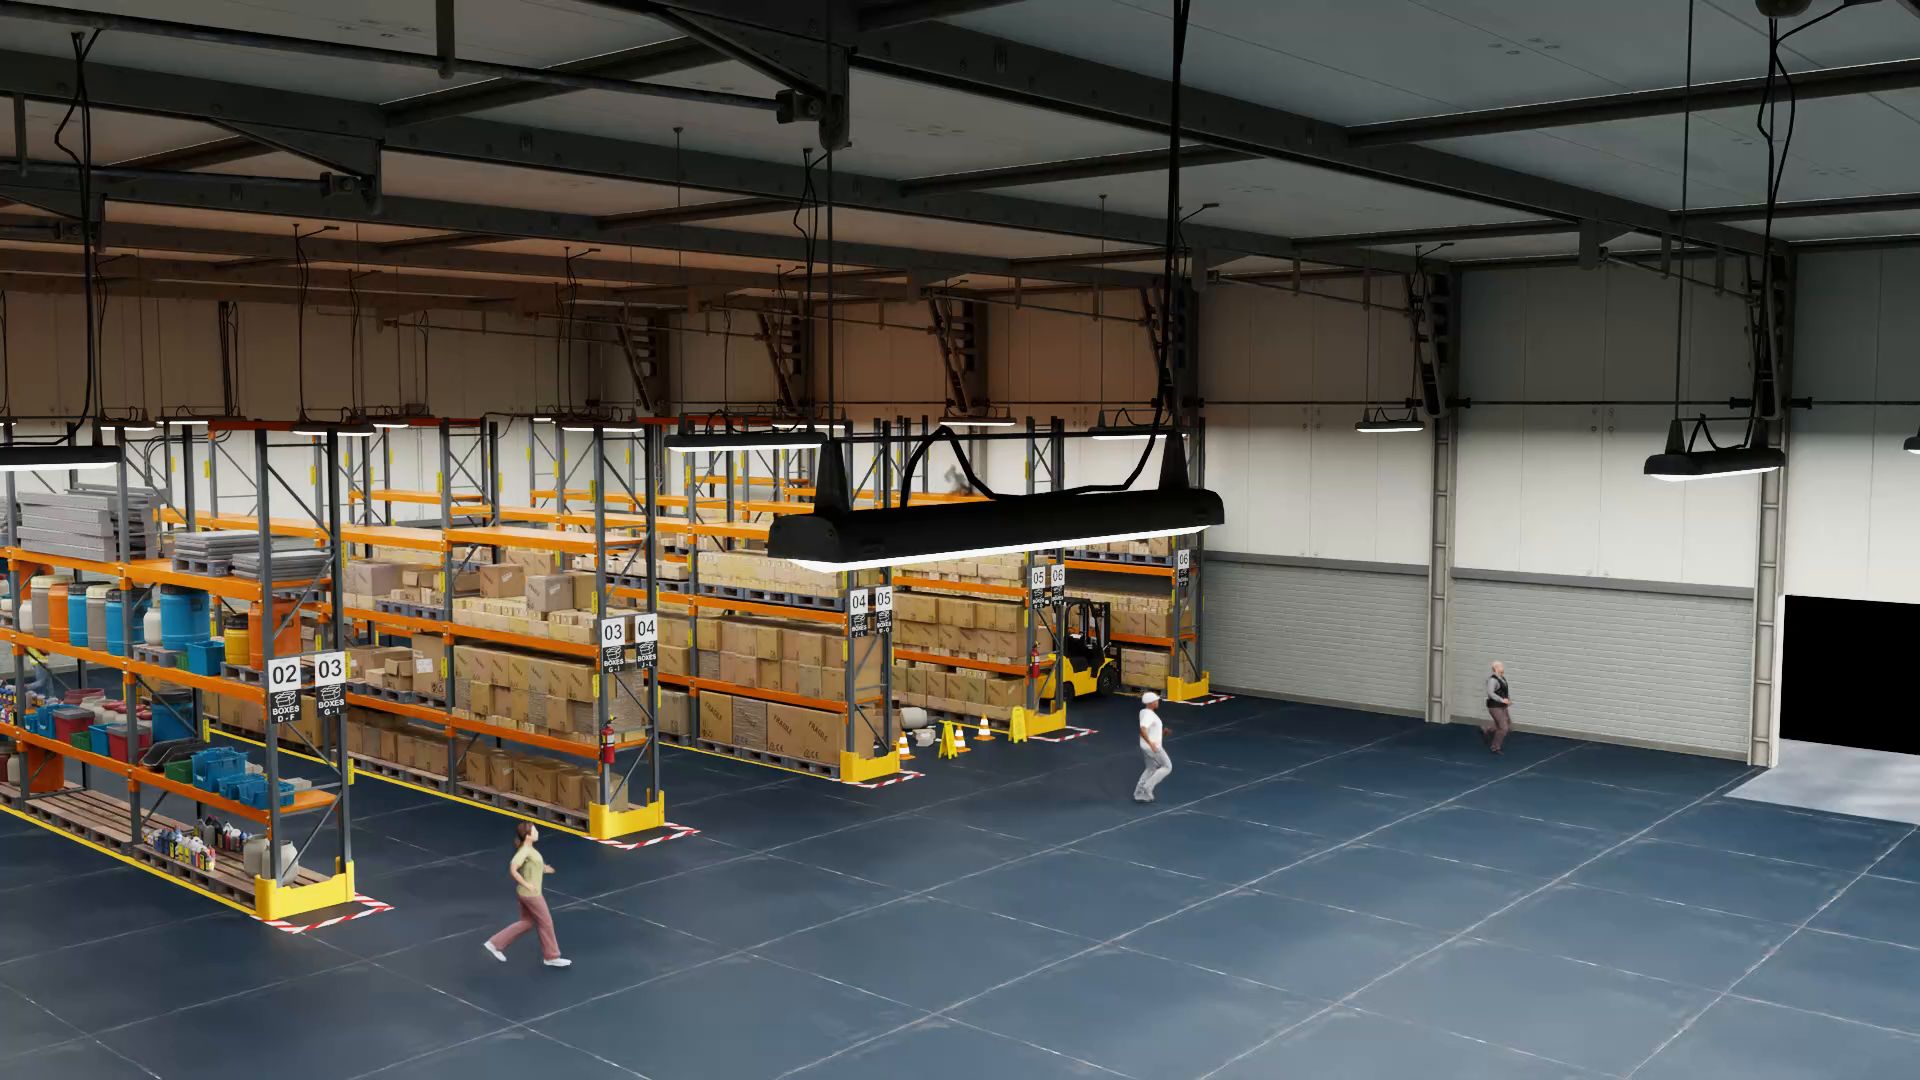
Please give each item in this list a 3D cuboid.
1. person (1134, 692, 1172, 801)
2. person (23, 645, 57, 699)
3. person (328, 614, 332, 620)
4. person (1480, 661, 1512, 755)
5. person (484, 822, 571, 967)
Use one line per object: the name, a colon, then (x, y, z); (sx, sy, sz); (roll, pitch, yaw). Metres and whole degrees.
person: (3.072, 3.265, 26.305); (0.637, 1.726, 0.682); (-1, 5, -10)
person: (-19.087, 2.574, 34.472); (0.961, 1.744, 0.712); (-4, 7, -43)
person: (-13.862, 2.463, 36.471); (0.683, 1.725, 0.939); (-4, 6, -43)
person: (9.655, 3.015, 29.932); (0.609, 1.686, 0.691); (3, 6, 32)
person: (-4.823, 3.960, 18.508); (0.939, 1.676, 0.578); (-2, 5, -21)
